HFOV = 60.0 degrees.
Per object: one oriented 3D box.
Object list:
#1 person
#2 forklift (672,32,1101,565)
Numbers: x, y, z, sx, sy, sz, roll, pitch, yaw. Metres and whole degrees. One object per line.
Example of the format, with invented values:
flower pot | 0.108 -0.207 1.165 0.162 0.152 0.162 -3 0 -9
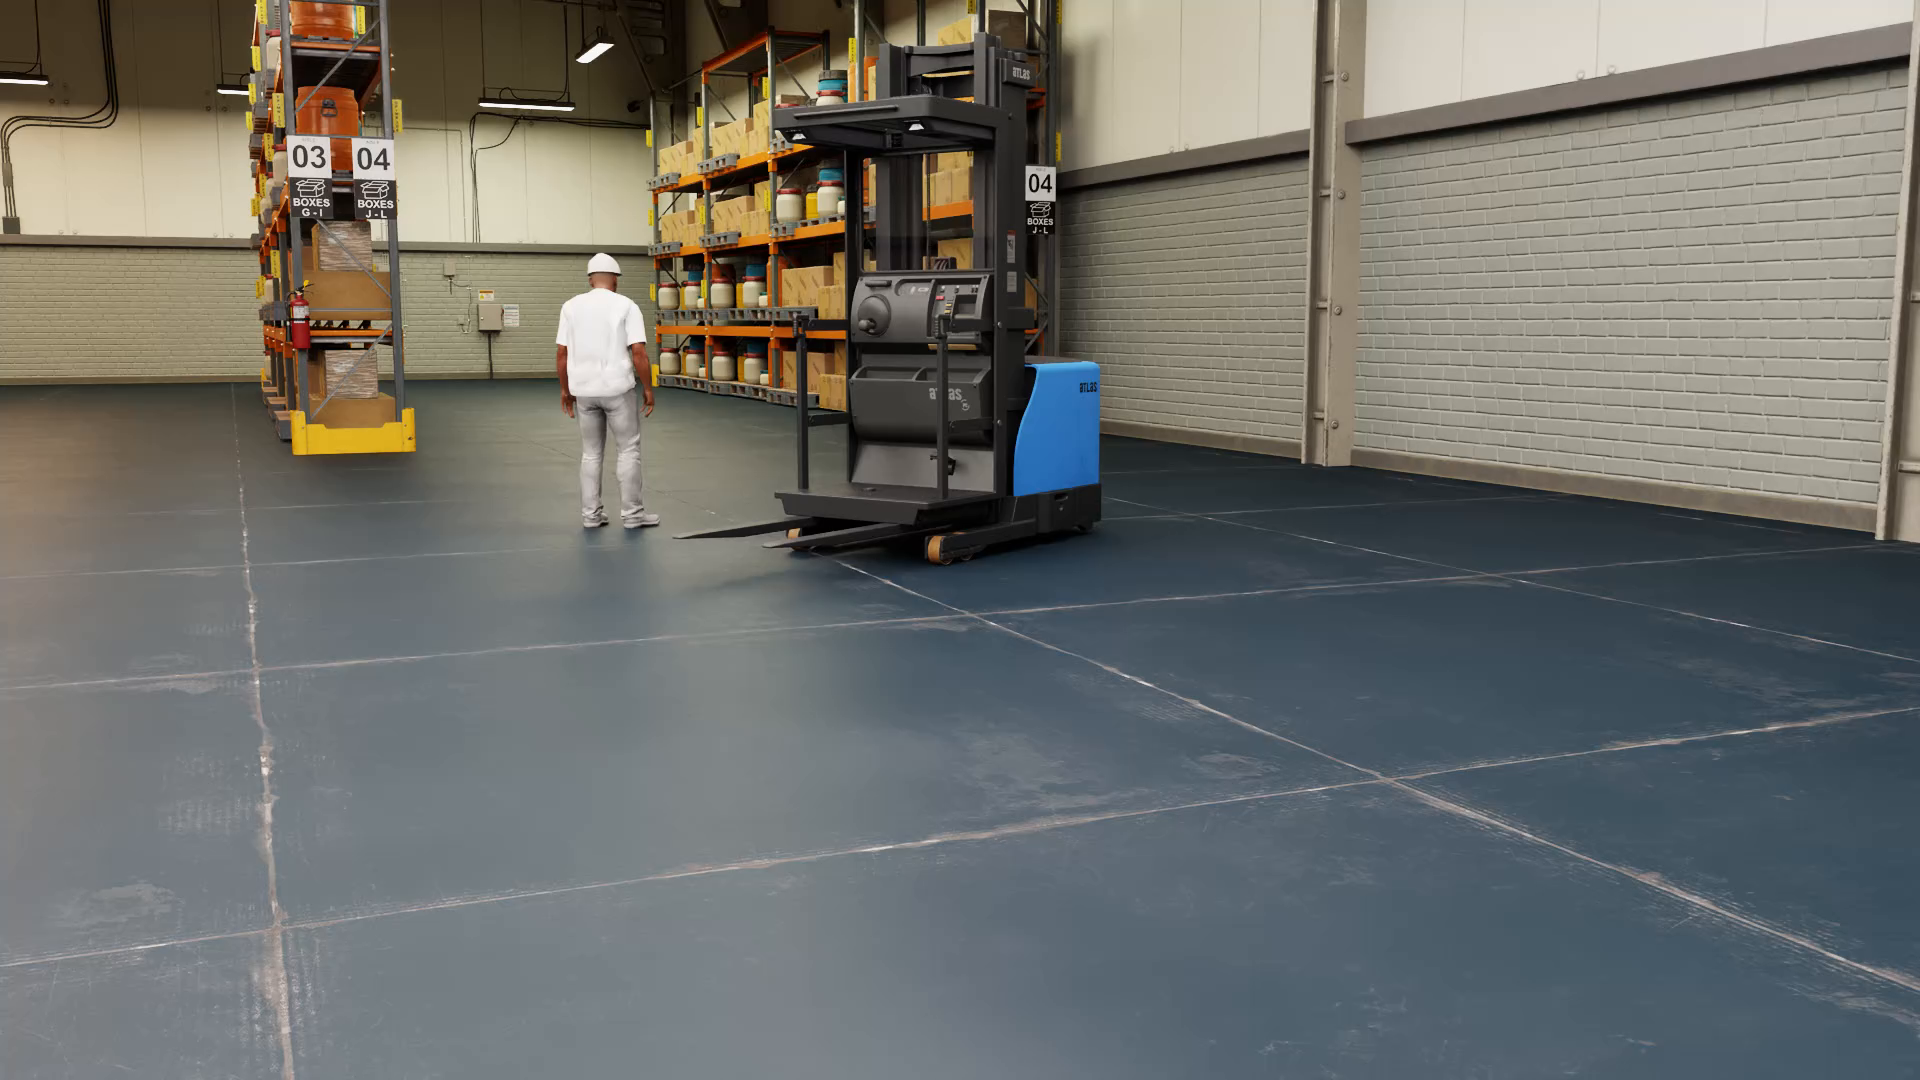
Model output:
person | -2.284 -0.963 10.739 0.635 1.760 0.458 2 8 12
forklift | -0.353 -1.386 9.451 1.130 2.935 3.031 5 9 34
